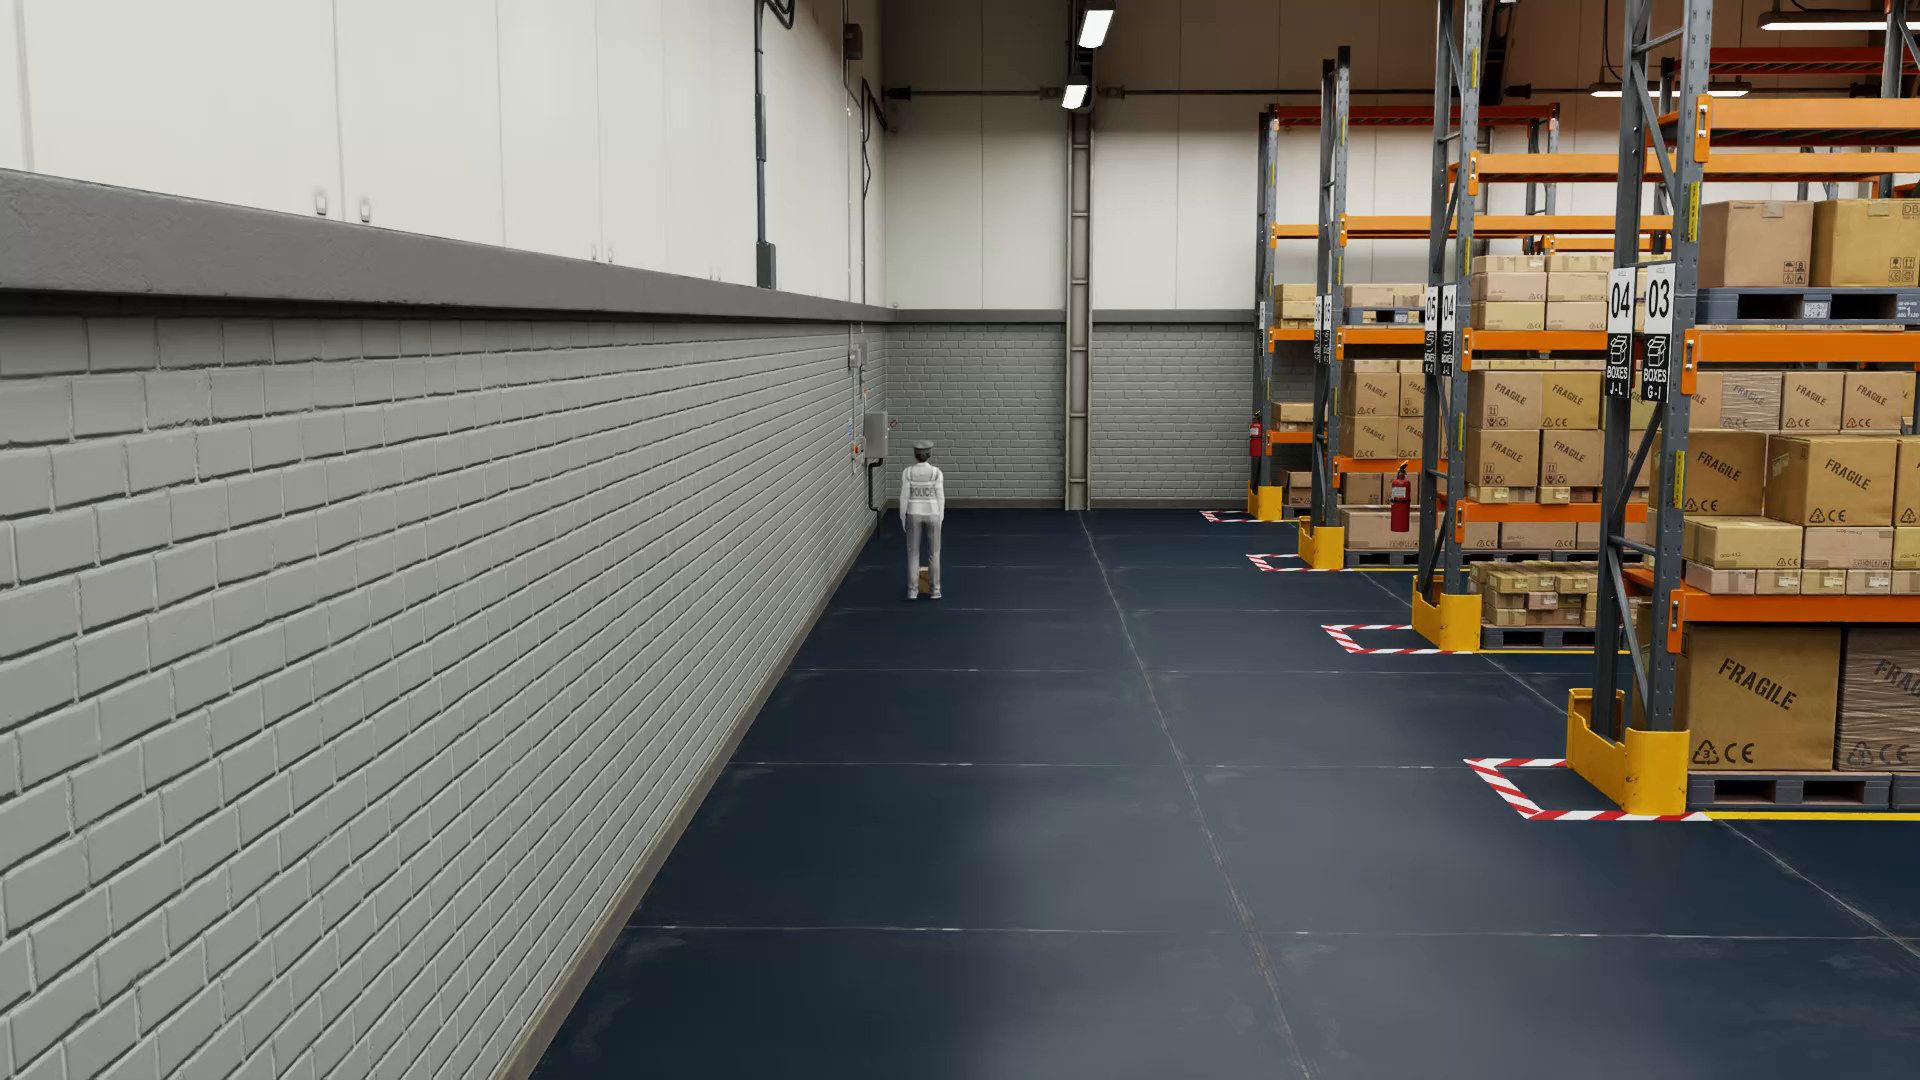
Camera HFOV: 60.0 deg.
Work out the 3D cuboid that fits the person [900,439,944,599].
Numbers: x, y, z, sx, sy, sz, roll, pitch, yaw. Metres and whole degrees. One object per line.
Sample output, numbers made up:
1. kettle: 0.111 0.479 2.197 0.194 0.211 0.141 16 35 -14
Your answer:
1. person: -0.395 -0.201 17.394 0.467 1.703 0.338 0 7 3
